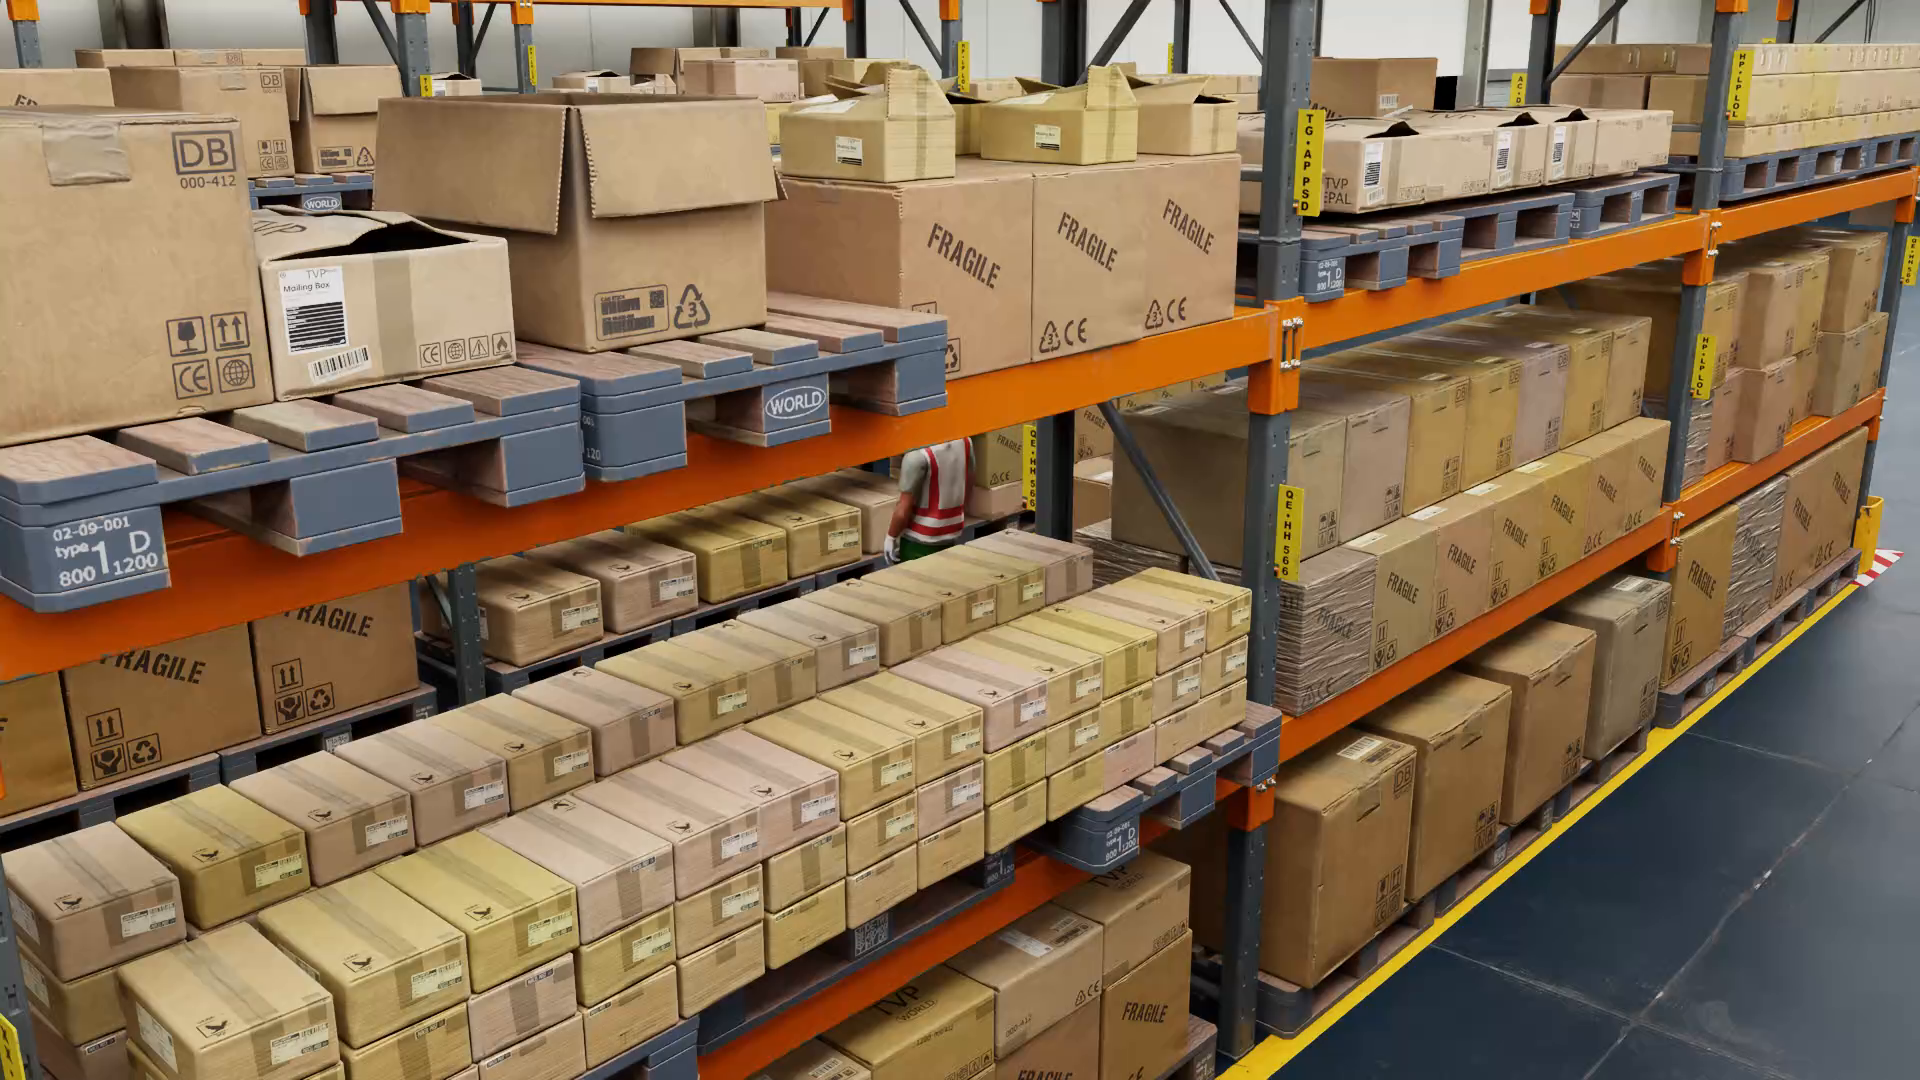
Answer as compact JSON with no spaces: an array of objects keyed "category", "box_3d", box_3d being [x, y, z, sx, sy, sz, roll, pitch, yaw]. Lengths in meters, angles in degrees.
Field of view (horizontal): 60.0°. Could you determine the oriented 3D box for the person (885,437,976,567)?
[{"category":"person","box_3d":[-0.231,-0.051,9.639,0.563,1.788,0.638,14,22,40]}]
